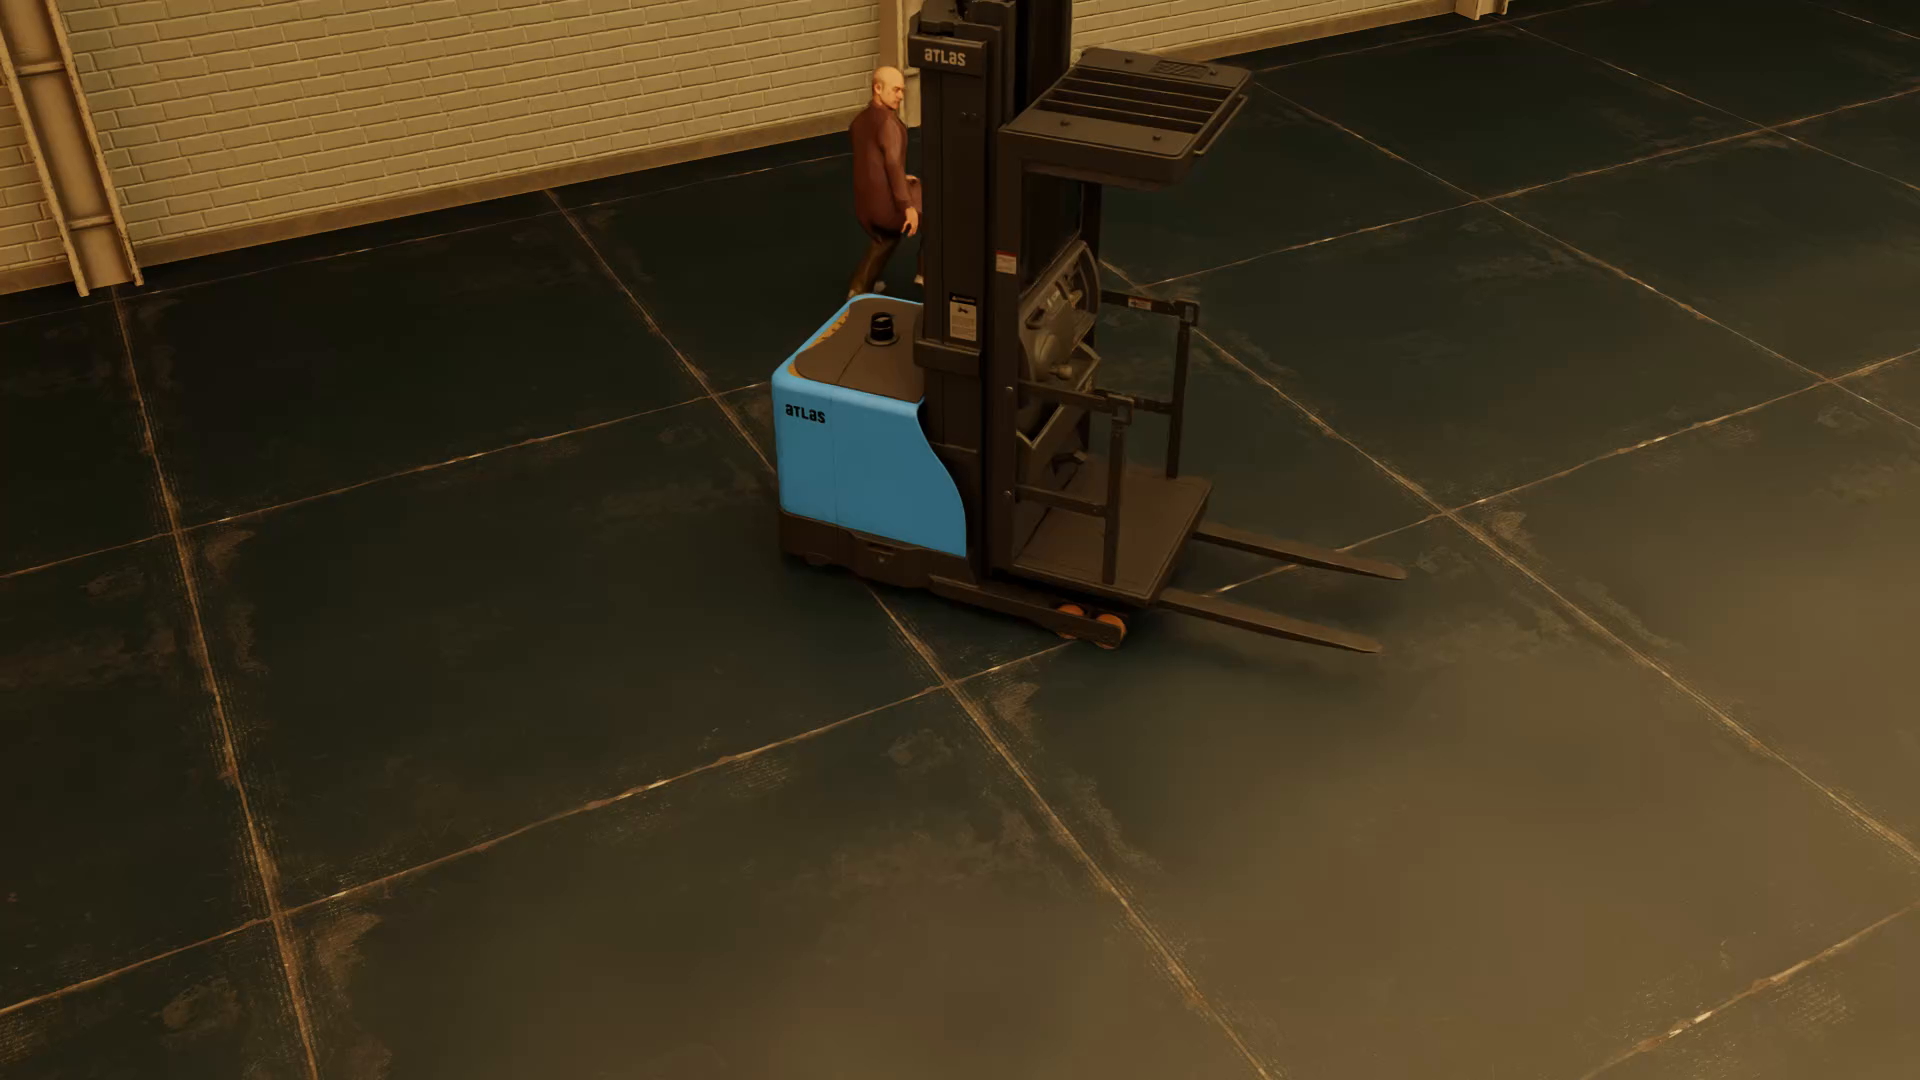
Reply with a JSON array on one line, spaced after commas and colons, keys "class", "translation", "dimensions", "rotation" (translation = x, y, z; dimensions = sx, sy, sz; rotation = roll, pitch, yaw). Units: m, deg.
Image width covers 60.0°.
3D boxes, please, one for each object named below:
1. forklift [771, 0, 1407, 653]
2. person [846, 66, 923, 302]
[{"class": "forklift", "translation": [0.645, -1.027, 7.576], "dimensions": [3.031, 2.935, 1.130], "rotation": [14, 38, 19]}, {"class": "person", "translation": [-0.359, -2.174, 10.438], "dimensions": [0.818, 1.547, 0.736], "rotation": [29, 44, 34]}]
